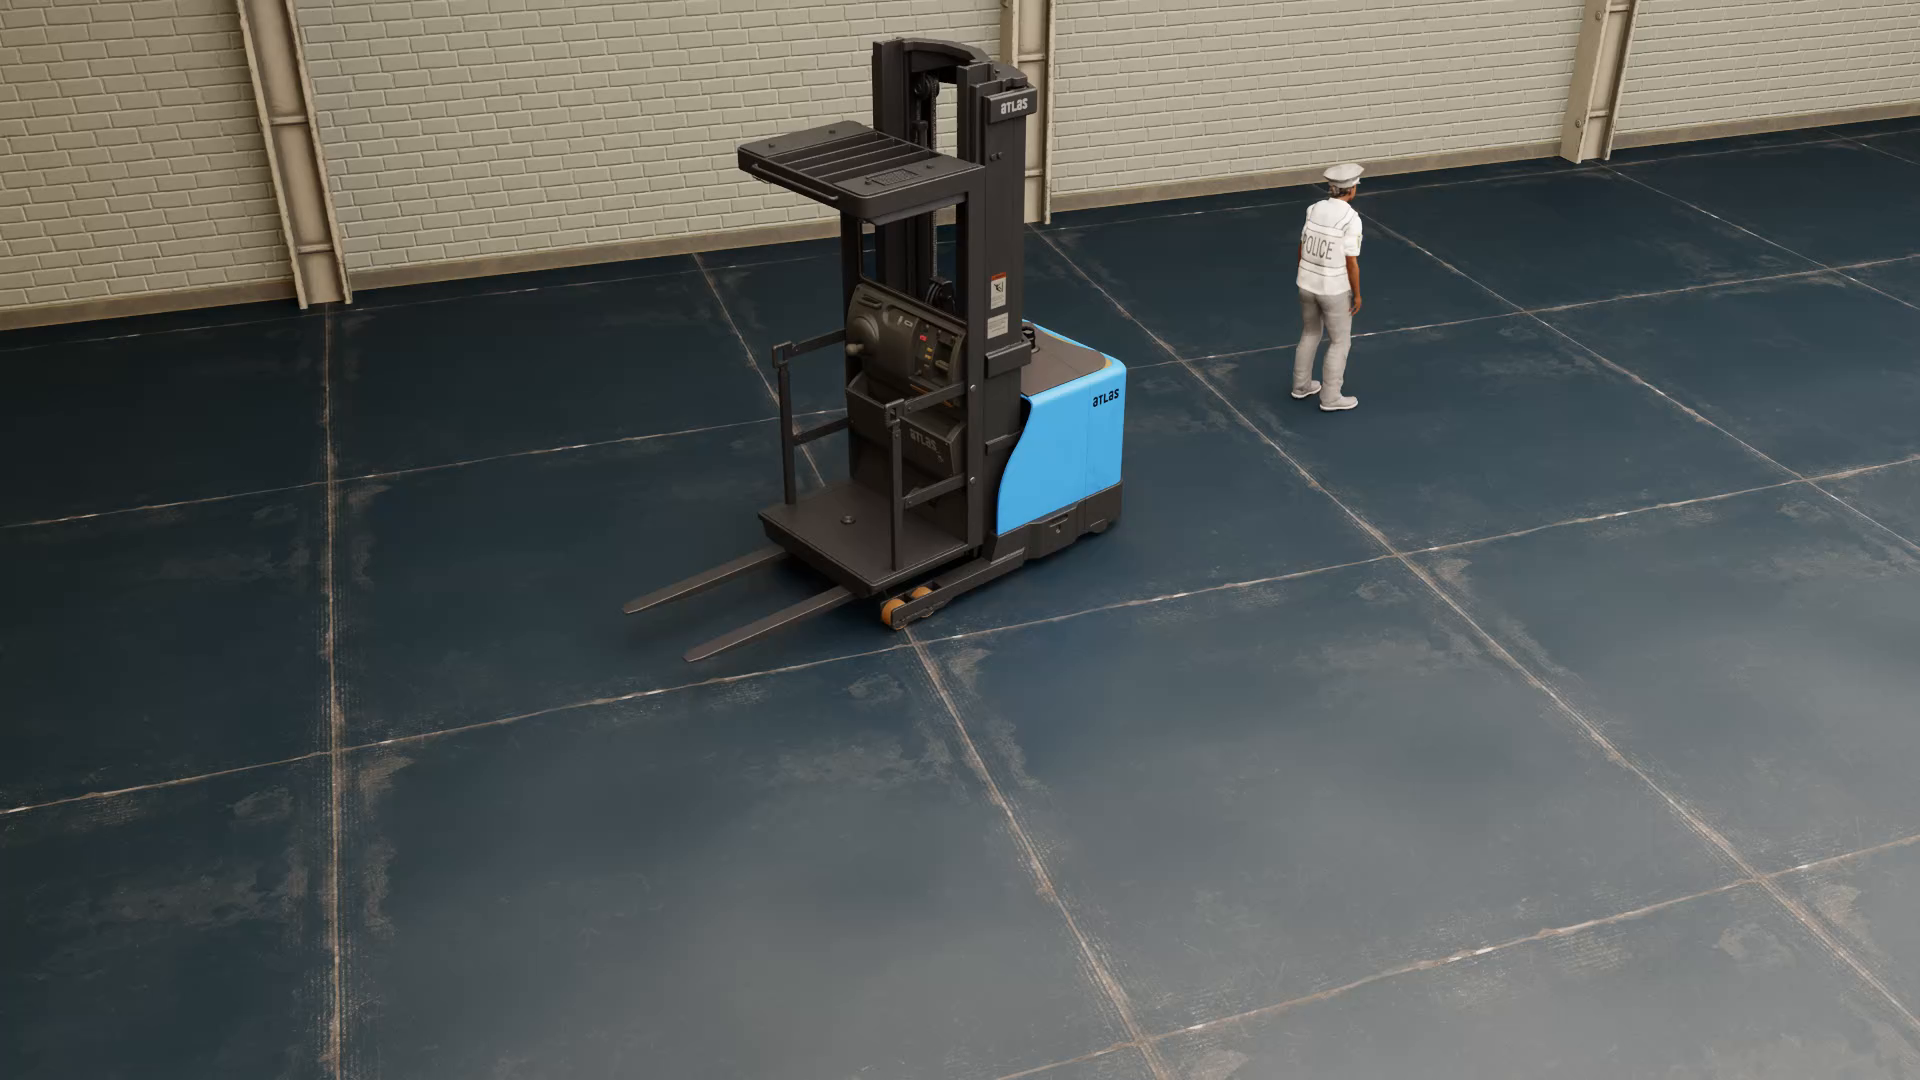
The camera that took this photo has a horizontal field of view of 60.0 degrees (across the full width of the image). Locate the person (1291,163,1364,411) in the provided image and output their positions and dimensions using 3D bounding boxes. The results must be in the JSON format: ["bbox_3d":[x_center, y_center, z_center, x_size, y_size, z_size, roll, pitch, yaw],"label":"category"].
[{"bbox_3d":[2.519,-1.713,11.338,0.391,1.664,0.531,-22,37,-33],"label":"person"}]

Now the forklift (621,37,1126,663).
[{"bbox_3d":[-0.461,-1.072,8.951,3.031,2.935,1.130,-23,37,-34],"label":"forklift"}]
